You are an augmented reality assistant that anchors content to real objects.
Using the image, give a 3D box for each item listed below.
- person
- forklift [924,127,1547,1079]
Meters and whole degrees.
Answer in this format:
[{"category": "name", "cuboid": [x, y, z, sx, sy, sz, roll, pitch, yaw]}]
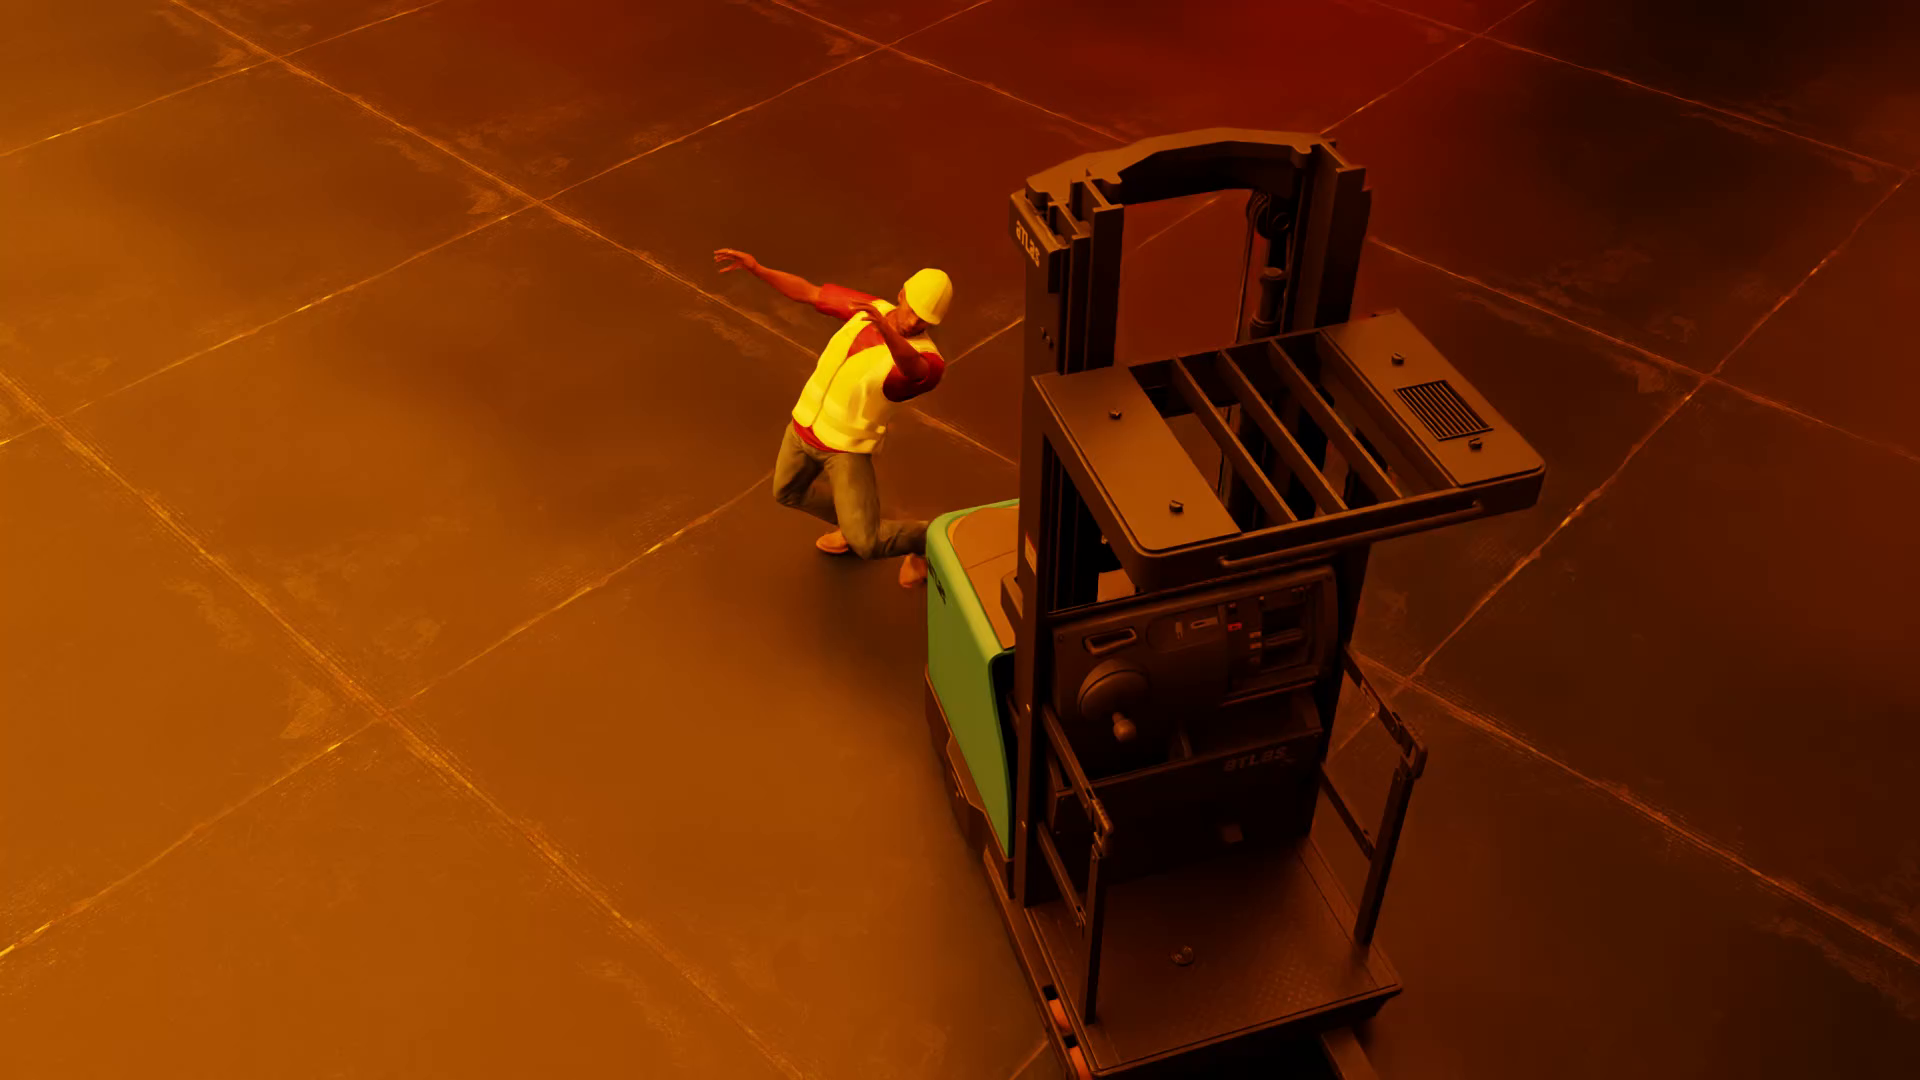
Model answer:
[{"category": "person", "cuboid": [-0.477, -0.602, 7.108, 0.702, 1.622, 1.090, -32, 50, -31]}, {"category": "forklift", "cuboid": [0.794, 0.432, 4.925, 1.130, 2.935, 3.031, -12, 42, -13]}]
